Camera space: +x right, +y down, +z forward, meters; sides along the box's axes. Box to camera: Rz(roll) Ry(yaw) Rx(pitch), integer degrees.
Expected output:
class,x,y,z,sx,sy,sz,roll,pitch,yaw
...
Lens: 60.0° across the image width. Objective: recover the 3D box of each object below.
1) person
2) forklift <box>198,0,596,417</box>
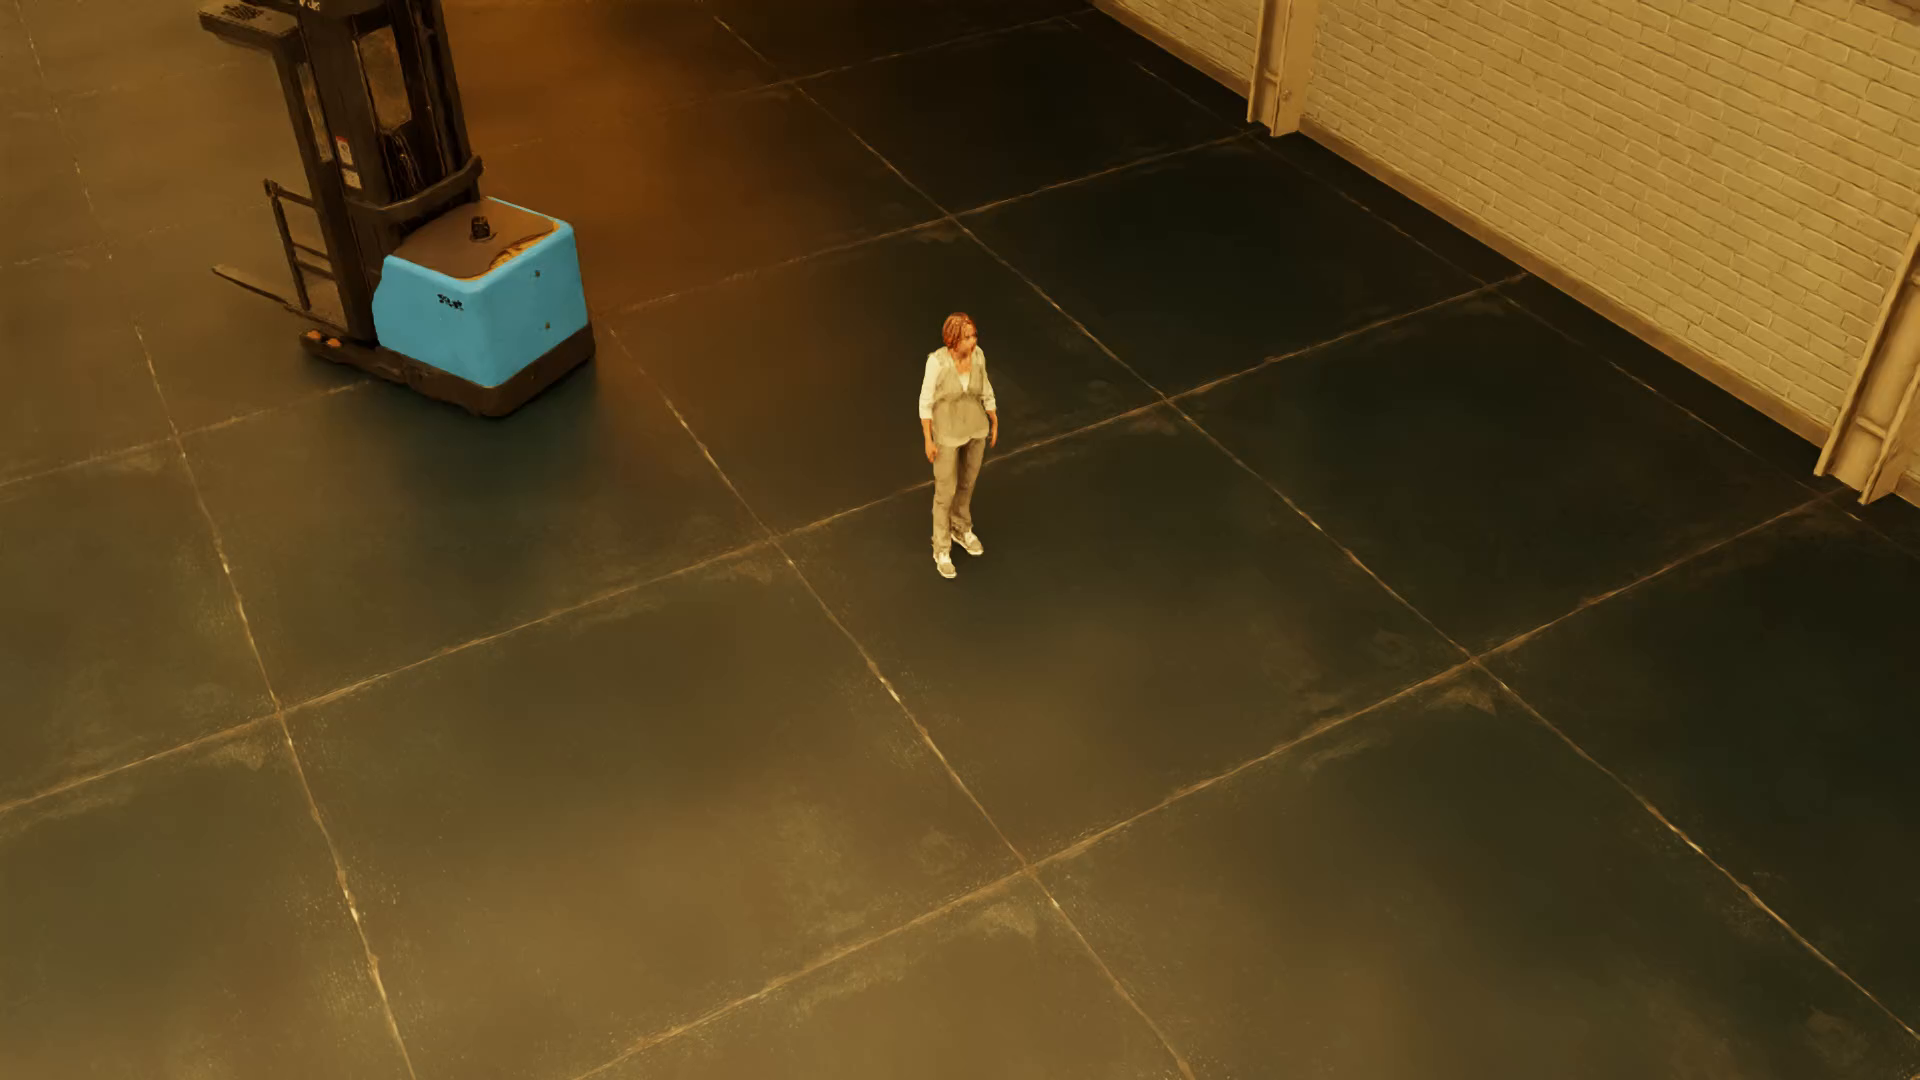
class,x,y,z,sx,sy,sz,roll,pitch,yaw
person,0.025,-0.575,9.763,0.521,1.597,0.474,-20,44,-23
forklift,-4.125,-2.665,11.249,3.031,2.935,1.130,21,44,24
